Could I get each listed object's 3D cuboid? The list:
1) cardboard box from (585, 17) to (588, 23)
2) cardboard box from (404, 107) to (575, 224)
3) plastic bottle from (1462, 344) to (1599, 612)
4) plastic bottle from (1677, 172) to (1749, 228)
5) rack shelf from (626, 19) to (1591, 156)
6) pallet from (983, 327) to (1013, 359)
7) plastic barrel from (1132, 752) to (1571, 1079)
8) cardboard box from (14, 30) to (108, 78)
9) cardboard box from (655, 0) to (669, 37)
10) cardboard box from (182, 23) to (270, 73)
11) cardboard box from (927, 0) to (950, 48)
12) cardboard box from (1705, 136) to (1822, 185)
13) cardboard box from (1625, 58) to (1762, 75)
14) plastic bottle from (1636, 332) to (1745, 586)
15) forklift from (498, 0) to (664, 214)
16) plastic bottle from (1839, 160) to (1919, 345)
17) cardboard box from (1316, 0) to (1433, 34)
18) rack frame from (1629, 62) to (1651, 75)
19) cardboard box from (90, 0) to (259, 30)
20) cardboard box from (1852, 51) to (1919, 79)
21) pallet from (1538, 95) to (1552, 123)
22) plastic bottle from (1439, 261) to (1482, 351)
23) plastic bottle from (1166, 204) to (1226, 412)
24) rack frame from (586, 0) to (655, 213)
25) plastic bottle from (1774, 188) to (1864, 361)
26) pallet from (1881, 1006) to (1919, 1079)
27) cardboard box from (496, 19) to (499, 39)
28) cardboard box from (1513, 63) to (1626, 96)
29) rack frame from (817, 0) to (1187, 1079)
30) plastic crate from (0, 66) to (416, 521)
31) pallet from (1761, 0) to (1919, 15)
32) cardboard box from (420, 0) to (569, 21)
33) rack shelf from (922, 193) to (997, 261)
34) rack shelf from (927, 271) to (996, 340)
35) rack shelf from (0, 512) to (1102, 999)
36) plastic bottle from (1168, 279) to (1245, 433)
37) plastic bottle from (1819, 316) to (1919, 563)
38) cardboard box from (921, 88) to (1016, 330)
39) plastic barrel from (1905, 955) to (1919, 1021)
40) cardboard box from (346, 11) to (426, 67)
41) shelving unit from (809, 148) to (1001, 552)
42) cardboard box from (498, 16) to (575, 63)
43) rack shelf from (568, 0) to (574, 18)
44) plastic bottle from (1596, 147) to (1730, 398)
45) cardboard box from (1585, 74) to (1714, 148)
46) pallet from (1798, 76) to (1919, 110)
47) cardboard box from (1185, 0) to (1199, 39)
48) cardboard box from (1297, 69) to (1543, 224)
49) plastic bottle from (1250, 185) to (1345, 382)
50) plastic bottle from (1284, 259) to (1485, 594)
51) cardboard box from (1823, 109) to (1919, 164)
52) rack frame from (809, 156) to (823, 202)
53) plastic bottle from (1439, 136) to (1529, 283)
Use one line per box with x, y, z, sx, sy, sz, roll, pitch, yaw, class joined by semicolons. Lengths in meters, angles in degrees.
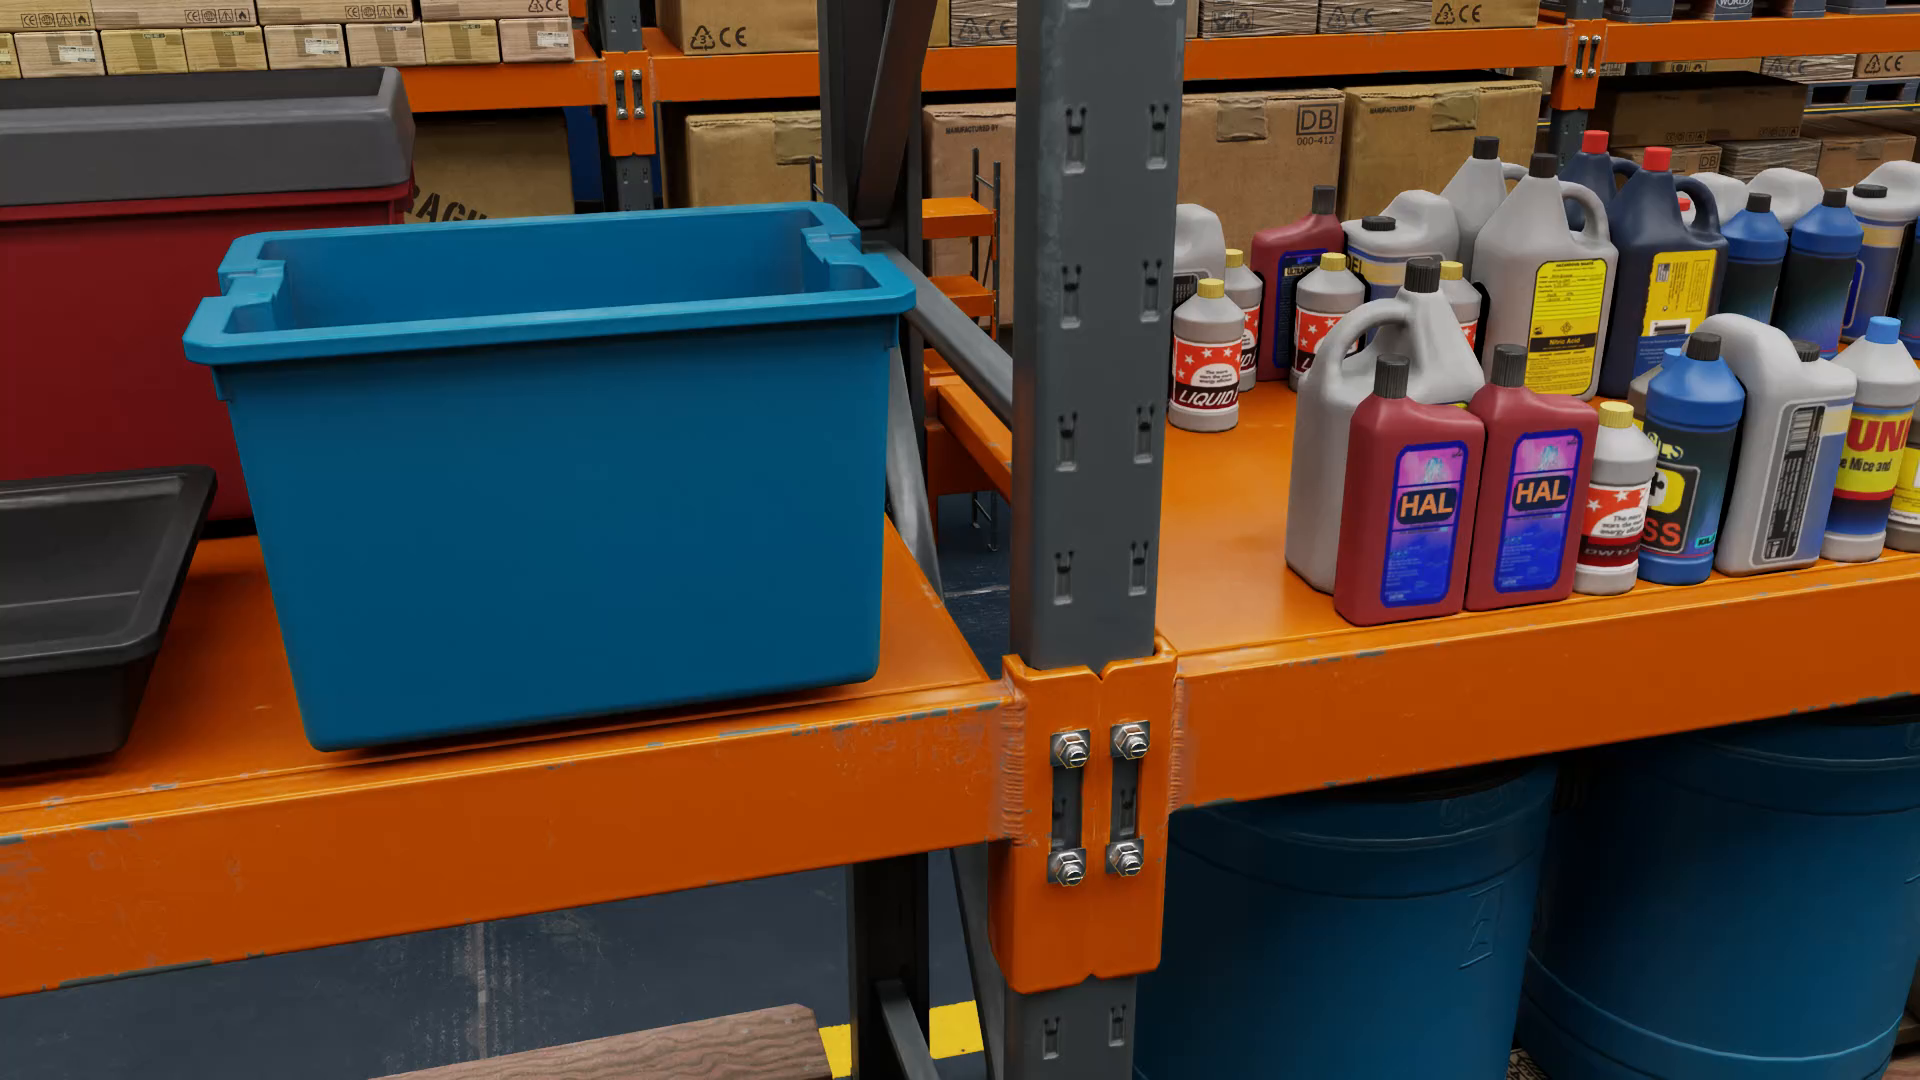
-3.441;-5.187;15.696;0.875;0.875;0.875;-6;24;-13;cardboard box
-1.997;-1.288;6.609;0.875;0.875;0.875;-6;24;-14;cardboard box
0.595;-0.068;1.754;0.133;0.283;0.061;-6;24;-14;plastic bottle
1.128;-0.431;2.608;0.135;0.276;0.152;-6;24;-14;plastic bottle
0.586;-1.994;7.005;4.000;0.370;1.077;-6;24;-14;rack shelf
0.560;-1.072;7.481;1.213;0.211;1.003;-6;24;-14;pallet
0.527;0.489;2.435;0.708;0.901;0.600;-6;24;-14;plastic barrel
-3.027;-1.675;5.669;0.250;0.149;0.380;-6;24;-14;cardboard box
-0.963;-2.311;6.704;0.500;0.500;0.500;-6;24;-14;cardboard box
-2.536;-1.729;5.794;0.250;0.149;0.380;-6;24;-13;cardboard box
-0.346;-2.165;6.365;0.500;0.500;0.500;-6;24;-14;cardboard box
3.682;-1.734;8.098;0.500;0.500;0.700;-8;25;-19;cardboard box
5.745;-4.114;13.196;0.875;0.875;0.875;-6;24;-14;cardboard box
0.795;-0.093;1.825;0.097;0.271;0.097;0;23;0;plastic bottle
-1.067;-3.117;8.797;3.031;2.935;1.130;-7;24;-15;forklift
1.480;-0.470;2.699;0.135;0.276;0.152;-6;24;-14;plastic bottle
1.622;-2.386;6.879;0.500;0.500;0.500;-7;24;-15;cardboard box
5.120;-4.857;12.766;0.127;3.000;1.000;-6;24;-14;rack frame
-2.683;-1.922;5.738;0.500;0.250;0.500;-6;24;-13;cardboard box
7.490;-4.308;13.648;0.875;0.875;0.875;-7;24;-15;cardboard box
4.398;-3.465;13.058;1.213;0.211;1.003;-6;24;-14;pallet
0.694;-0.298;2.392;0.097;0.201;0.097;0;23;0;plastic bottle
0.290;-0.339;2.392;0.135;0.276;0.152;-6;24;-14;plastic bottle
-1.340;-2.111;6.366;0.127;3.000;1.000;-6;24;-14;rack frame
1.309;-0.398;2.537;0.097;0.271;0.097;0;23;0;plastic bottle
1.929;0.853;2.995;1.213;0.211;1.003;-6;24;-14;pallet
-1.967;-2.063;6.571;0.250;0.149;0.380;-7;24;-16;cardboard box
4.547;-3.916;12.893;0.750;0.750;1.050;-6;24;-15;cardboard box
-0.002;-0.231;1.984;0.127;3.000;1.000;-6;24;-14;rack frame
-0.929;-0.288;1.960;0.583;0.464;0.402;-6;24;-14;plastic crate
4.406;-2.676;7.925;1.213;0.211;1.003;-6;24;-14;pallet
-1.694;-2.032;5.995;0.500;0.250;0.500;-7;24;-15;cardboard box
-0.159;-0.895;4.817;0.480;0.148;0.258;-6;24;-14;rack shelf
-0.159;-0.678;4.911;0.480;0.148;0.258;-6;24;-14;rack shelf
-1.927;0.313;1.629;4.000;0.370;1.077;-6;24;-14;rack shelf
0.342;-0.259;2.301;0.097;0.201;0.097;0;23;0;plastic bottle
1.018;-0.117;1.882;0.097;0.271;0.097;0;23;0;plastic bottle
0.131;-1.499;7.102;0.875;0.875;1.225;-7;24;-16;cardboard box
1.776;0.566;2.748;0.421;0.512;0.421;0;23;0;plastic barrel
-2.040;-1.784;5.923;0.250;0.149;0.380;-7;24;-15;cardboard box
-0.159;-0.534;4.972;0.503;1.200;0.258;-6;24;-14;shelving unit
-1.545;-1.839;6.050;0.250;0.149;0.380;-6;24;-14;cardboard box
-4.508;-3.461;10.425;4.000;0.370;1.077;-6;24;-14;rack shelf
1.012;-0.395;2.430;0.185;0.351;0.144;-6;24;-14;plastic bottle
3.149;-2.018;7.810;0.500;0.250;0.500;-5;24;-12;cardboard box
7.050;-3.758;13.741;1.213;0.211;1.003;-6;24;-14;pallet
0.633;-2.275;6.622;0.500;0.500;0.500;-6;24;-13;cardboard box
1.841;-1.688;7.543;0.875;0.875;1.225;-7;24;-17;cardboard box
0.501;-0.384;2.489;0.133;0.283;0.061;-6;24;-14;plastic bottle
0.464;-0.127;1.804;0.185;0.351;0.144;-6;24;-14;plastic bottle
4.763;-1.856;8.384;0.500;0.500;0.700;-8;25;-19;cardboard box
-0.394;-0.508;4.912;0.015;1.200;0.240;-6;24;-14;rack frame
0.795;-0.430;2.511;0.185;0.351;0.144;-6;24;-14;plastic bottle
